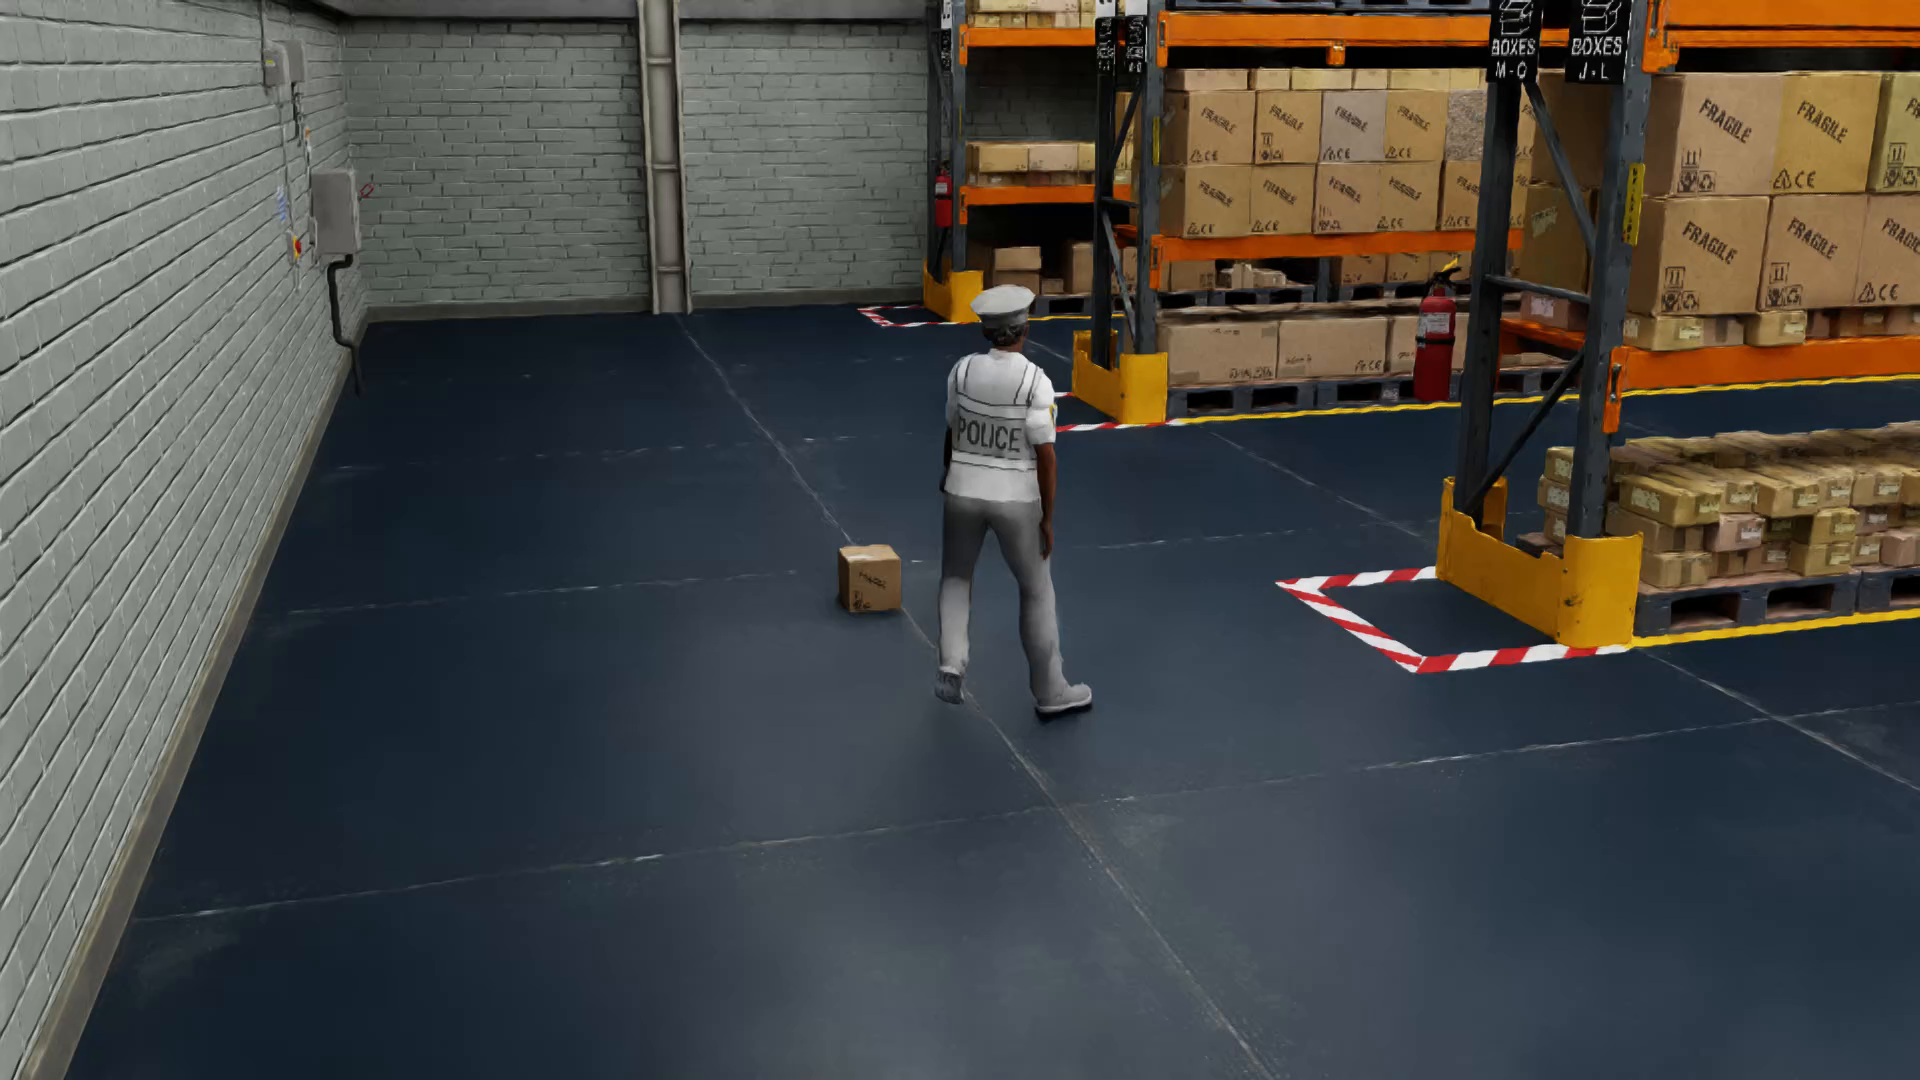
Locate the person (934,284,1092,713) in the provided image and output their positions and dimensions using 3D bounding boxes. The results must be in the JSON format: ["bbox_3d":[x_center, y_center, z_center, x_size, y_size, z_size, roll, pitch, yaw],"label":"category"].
[{"bbox_3d":[0.172,-0.120,6.366,0.613,1.670,0.556,5,17,18],"label":"person"}]
